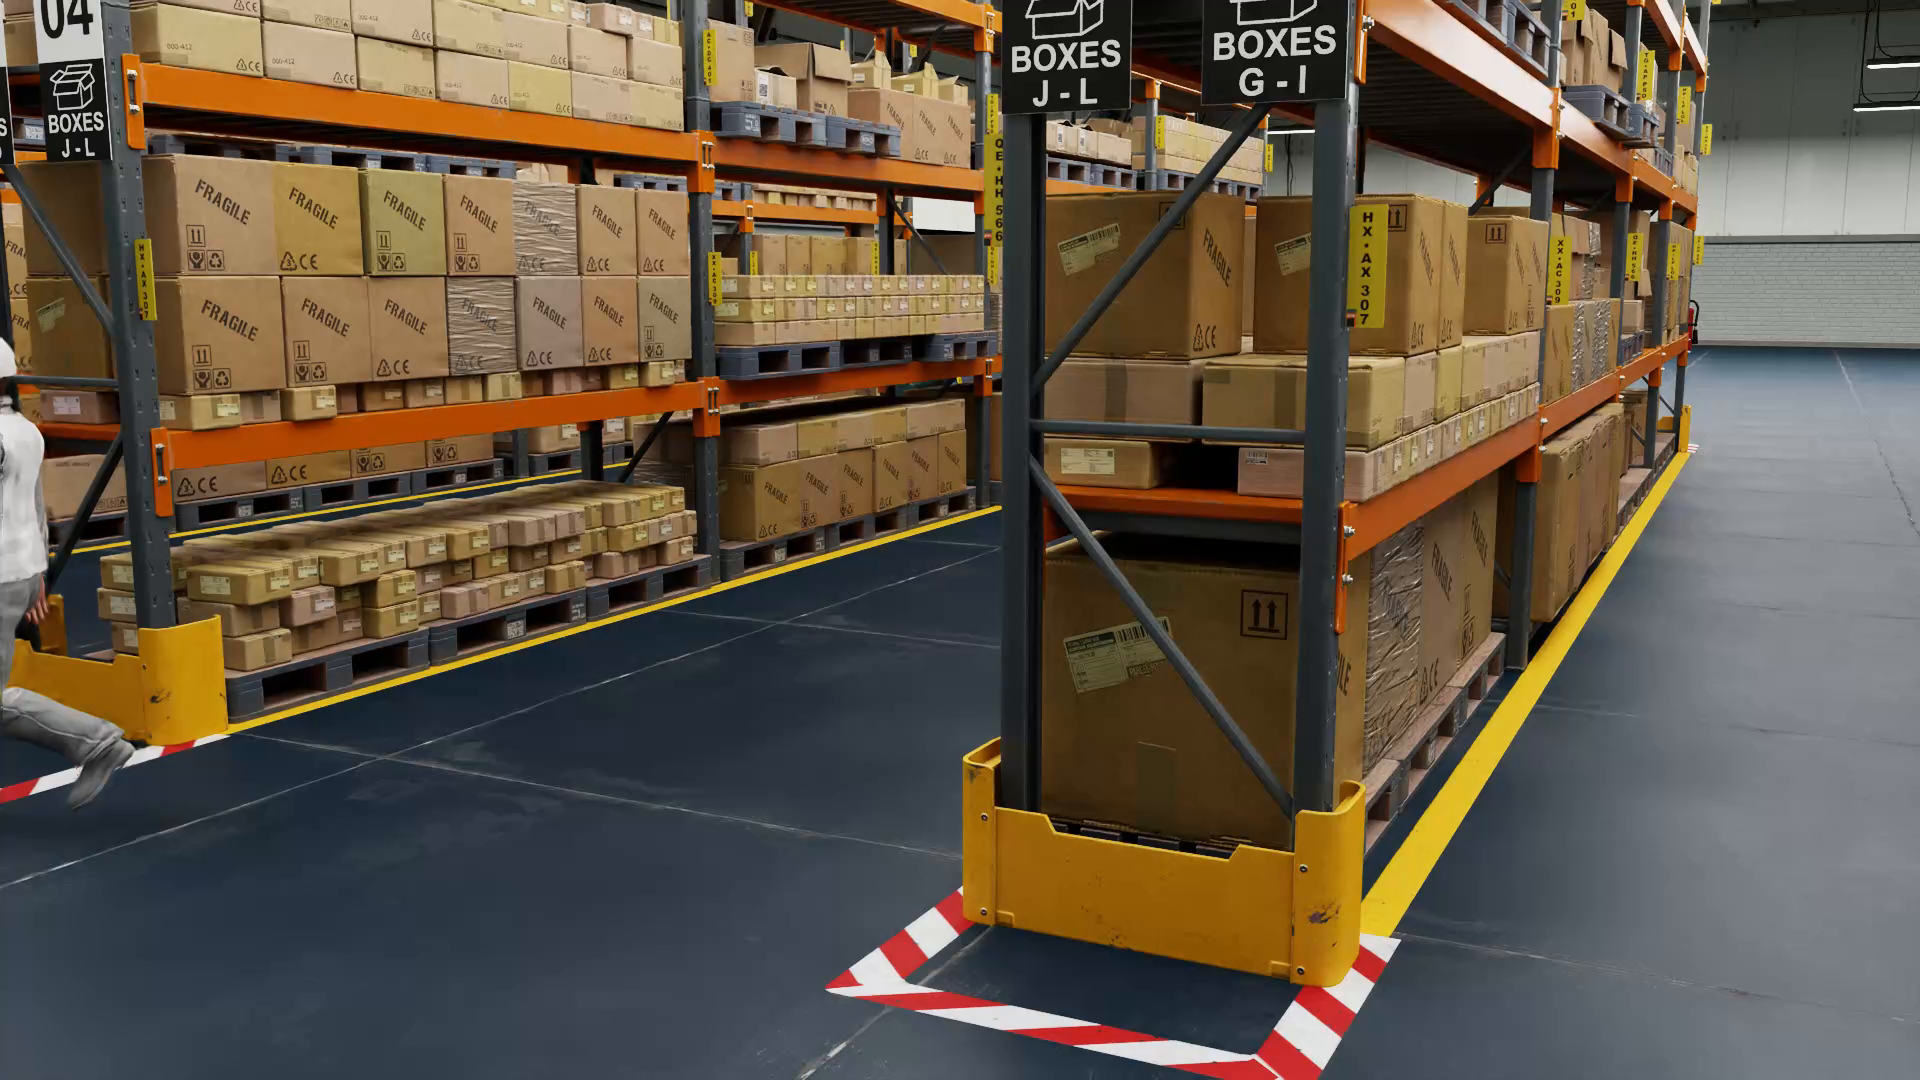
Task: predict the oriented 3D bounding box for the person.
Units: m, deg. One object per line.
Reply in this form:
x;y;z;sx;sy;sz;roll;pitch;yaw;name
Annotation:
-3.392;0.133;5.874;0.836;1.751;0.553;-2;9;-13;person
